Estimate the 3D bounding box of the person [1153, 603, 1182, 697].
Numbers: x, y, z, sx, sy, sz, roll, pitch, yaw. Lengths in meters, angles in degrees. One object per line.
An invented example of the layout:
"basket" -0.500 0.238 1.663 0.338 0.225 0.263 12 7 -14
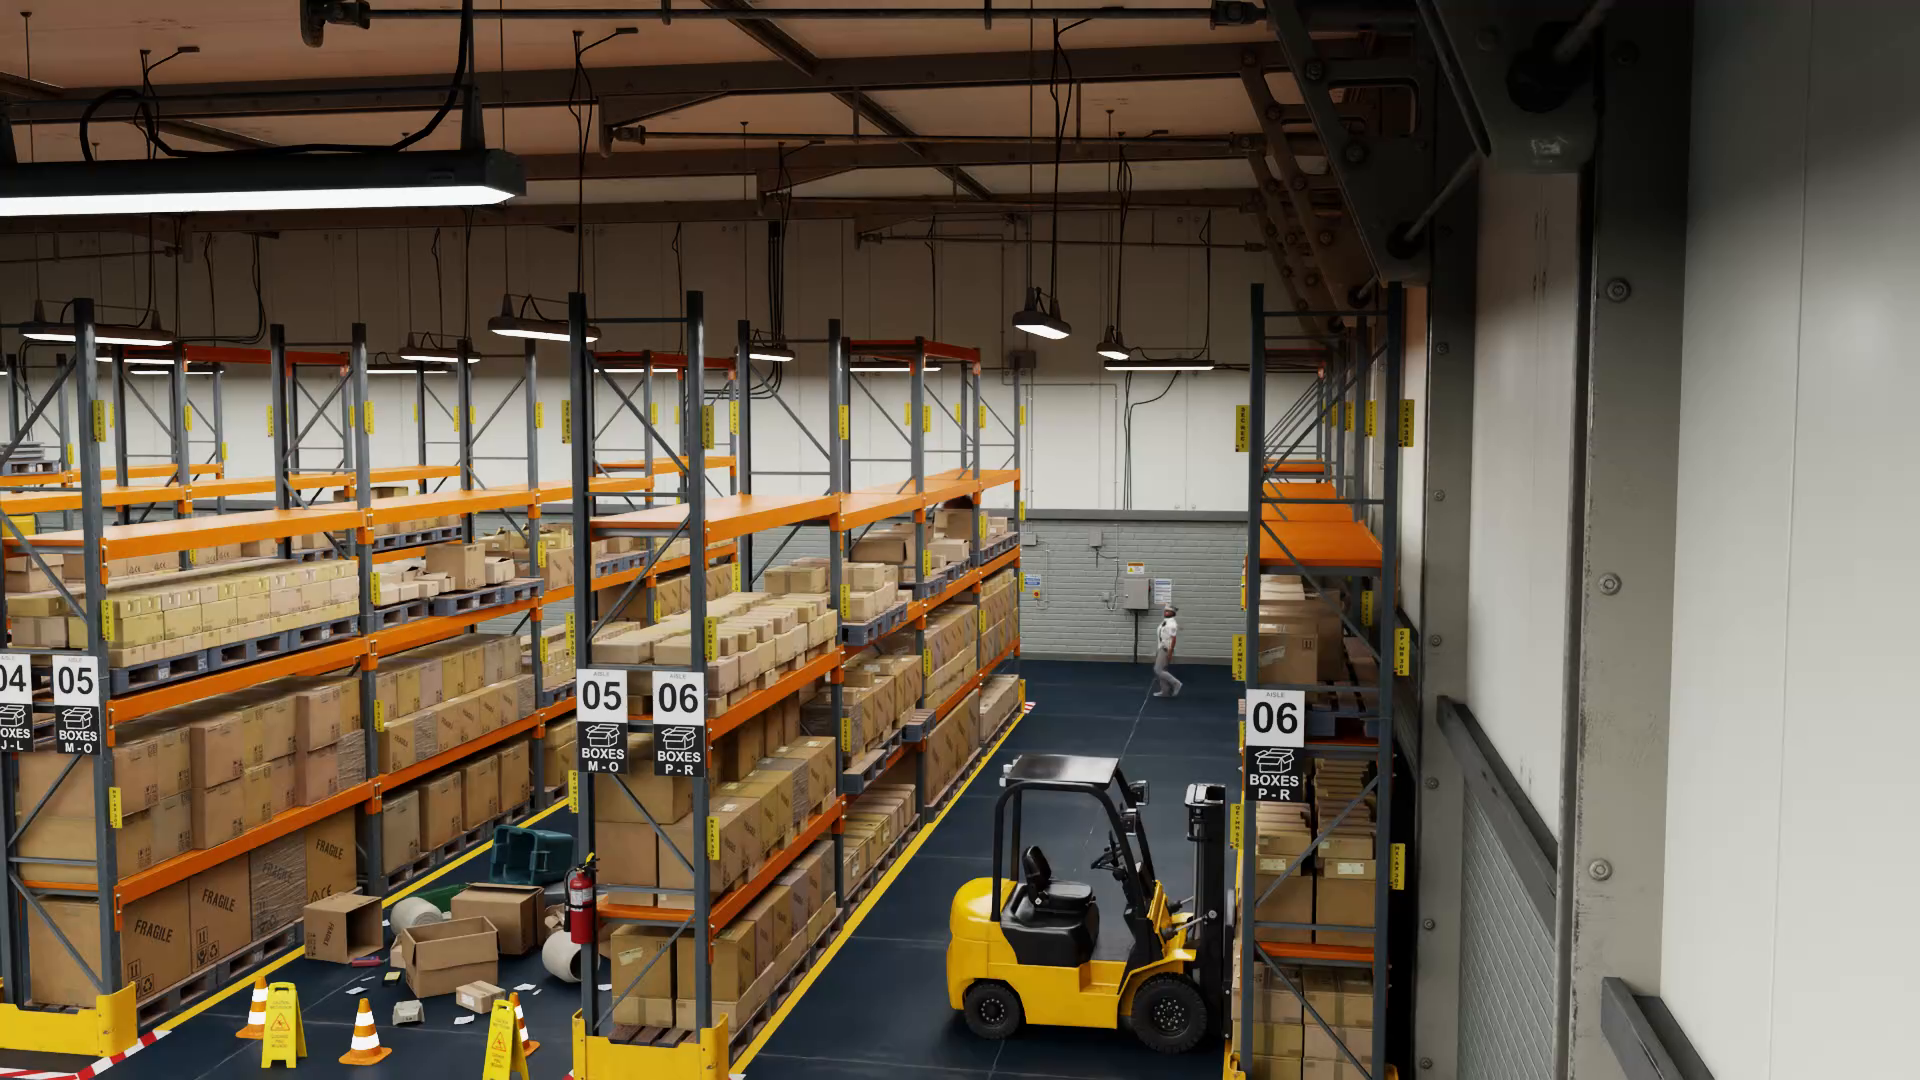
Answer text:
"person" 3.669 1.945 29.411 0.496 1.676 0.457 1 5 7
